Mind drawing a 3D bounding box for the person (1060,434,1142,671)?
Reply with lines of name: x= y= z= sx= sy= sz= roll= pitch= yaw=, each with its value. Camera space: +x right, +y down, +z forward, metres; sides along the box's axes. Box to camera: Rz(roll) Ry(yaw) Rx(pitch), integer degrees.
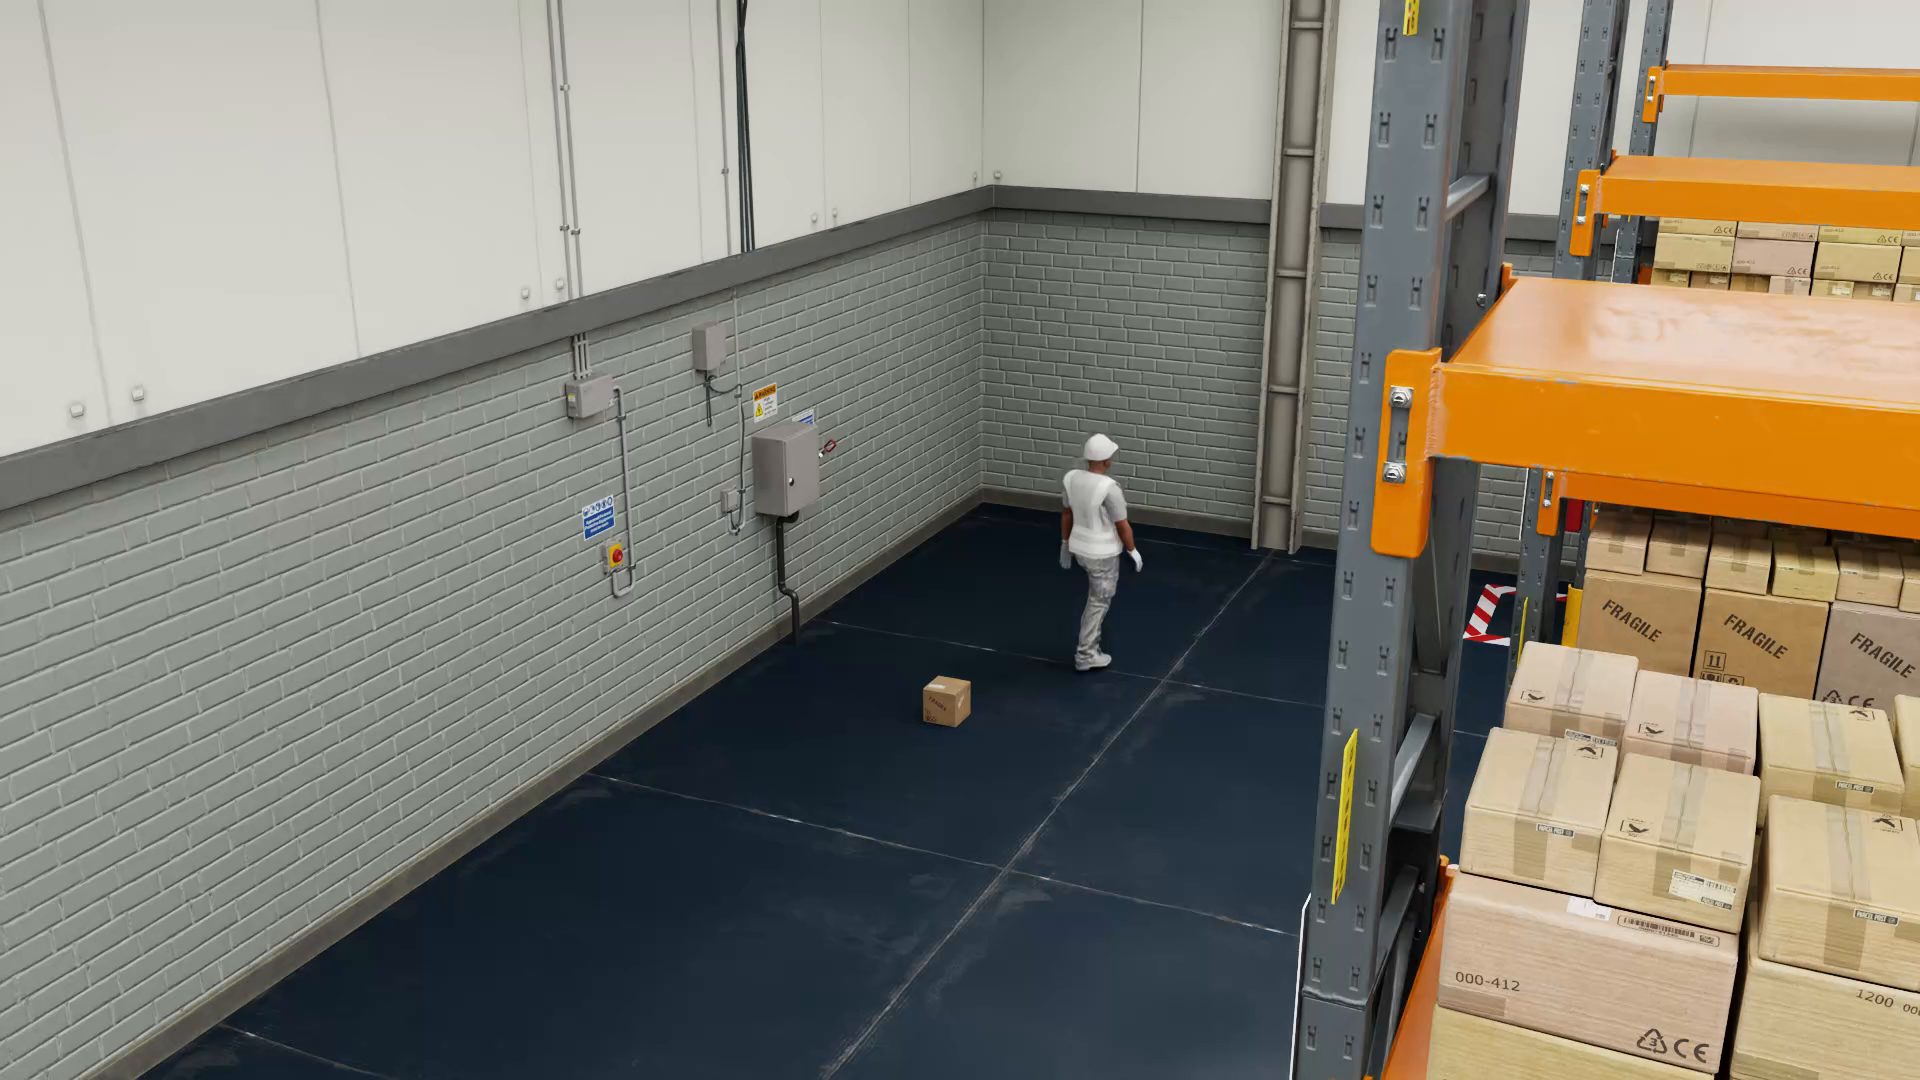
person: x=1.035 y=0.101 z=12.250 sx=0.486 sy=1.837 sz=0.564 roll=-12 pitch=22 yaw=-32
